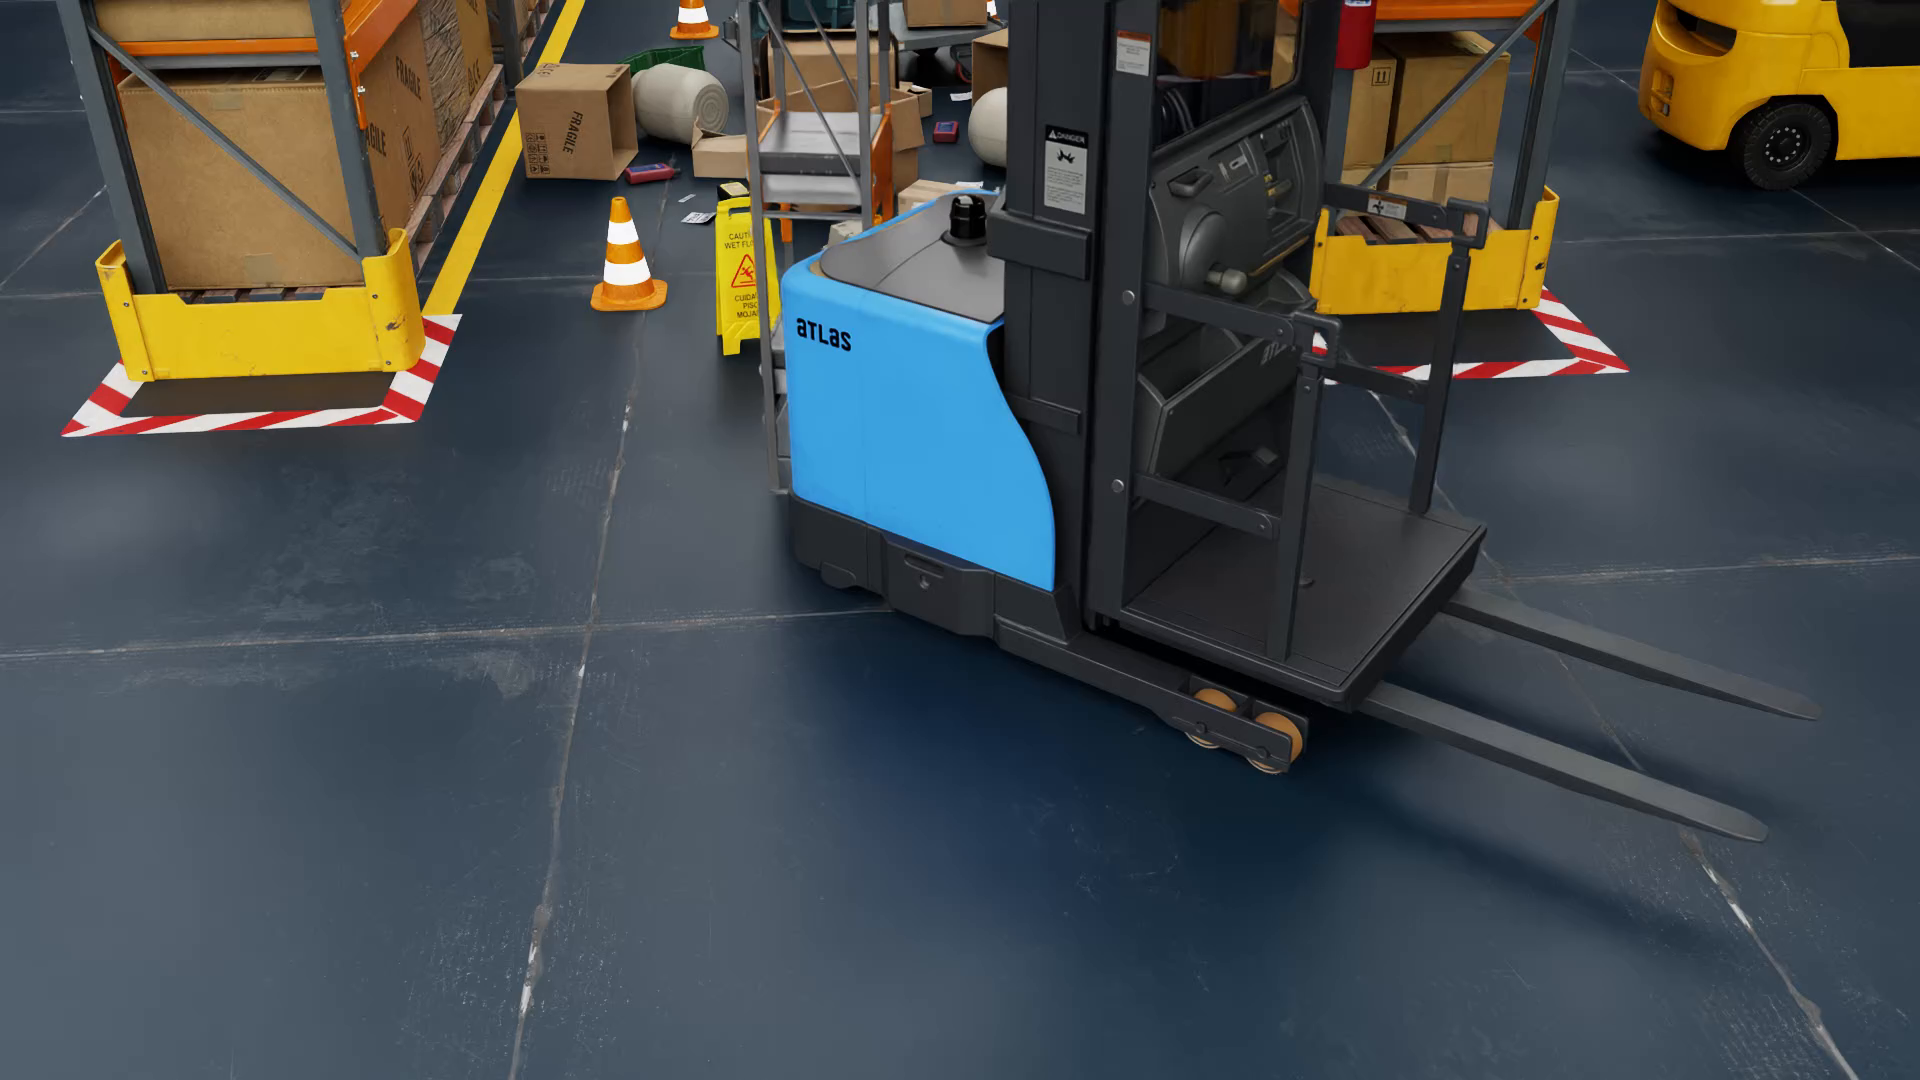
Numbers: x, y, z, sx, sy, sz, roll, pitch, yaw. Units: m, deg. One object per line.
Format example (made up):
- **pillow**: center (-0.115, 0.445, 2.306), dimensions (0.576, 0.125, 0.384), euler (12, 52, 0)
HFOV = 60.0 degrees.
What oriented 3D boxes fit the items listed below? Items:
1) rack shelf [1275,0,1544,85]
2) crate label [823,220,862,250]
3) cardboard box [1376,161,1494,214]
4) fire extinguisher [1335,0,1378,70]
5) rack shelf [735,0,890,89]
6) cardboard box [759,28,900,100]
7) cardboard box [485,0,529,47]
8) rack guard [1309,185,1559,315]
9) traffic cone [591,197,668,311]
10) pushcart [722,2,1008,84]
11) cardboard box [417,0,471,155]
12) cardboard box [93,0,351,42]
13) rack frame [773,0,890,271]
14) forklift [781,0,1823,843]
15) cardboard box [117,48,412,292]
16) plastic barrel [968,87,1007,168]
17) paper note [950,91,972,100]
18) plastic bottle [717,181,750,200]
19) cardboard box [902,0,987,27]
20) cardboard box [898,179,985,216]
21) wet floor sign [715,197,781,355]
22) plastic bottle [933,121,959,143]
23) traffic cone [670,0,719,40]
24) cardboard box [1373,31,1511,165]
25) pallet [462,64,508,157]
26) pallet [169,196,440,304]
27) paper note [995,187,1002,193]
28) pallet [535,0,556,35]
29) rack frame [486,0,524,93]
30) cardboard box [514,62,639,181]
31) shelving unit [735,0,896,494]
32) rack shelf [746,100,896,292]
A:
- **rack shelf**: center (1.855, -3.066, 8.659), dimensions (1.077, 0.370, 4.000), euler (-3, 31, -5)
- **crate label**: center (-0.492, -1.454, 8.051), dimensions (0.250, 0.136, 0.298), euler (-20, 36, -30)
- **cardboard box**: center (2.241, -1.779, 8.075), dimensions (0.500, 0.250, 0.500), euler (-3, 31, -5)
- **fire extinguisher**: center (1.593, -2.240, 6.650), dimensions (0.296, 0.674, 0.183), euler (-3, 31, -5)
- **rack shelf**: center (-0.464, -1.779, 5.342), dimensions (0.431, 0.518, 0.480), euler (3, 31, 5)
- **cardboard box**: center (-0.739, -2.593, 9.468), dimensions (0.797, 0.637, 0.503), euler (-3, 31, -5)
- **cardboard box**: center (-3.399, -3.634, 10.694), dimensions (1.050, 0.750, 0.750), euler (-3, 31, -5)
- **rack guard**: center (2.034, -1.319, 7.471), dimensions (1.175, 0.500, 0.348), euler (-3, 31, -5)
- **traffic cone**: center (-1.513, -1.315, 7.500), dimensions (0.336, 0.463, 0.334), euler (-3, 31, -5)
- **pushcart**: center (-0.598, -3.135, 10.631), dimensions (1.648, 0.377, 0.936), euler (-14, 33, -22)
- **cardboard box**: center (-3.174, -2.591, 8.825), dimensions (0.875, 0.875, 0.875), euler (-3, 31, -4)
- **cardboard box**: center (-2.957, -2.317, 6.557), dimensions (0.875, 0.550, 0.550), euler (-3, 31, -5)
- **rack frame**: center (-0.442, -1.314, 5.903), dimensions (0.400, 2.100, 0.015), euler (3, 31, 5)
- **forklift**: center (0.934, -0.916, 4.426), dimensions (3.031, 2.935, 1.130), euler (20, 36, 30)
- **cardboard box**: center (-3.007, -1.676, 7.294), dimensions (0.875, 0.875, 0.875), euler (-3, 31, -4)
- **plastic barrel**: center (0.341, -2.230, 9.070), dimensions (0.512, 0.421, 0.421), euler (20, 36, 29)
- **paper note**: center (0.019, -2.769, 10.356), dimensions (0.148, 0.019, 0.142), euler (-3, 31, -5)
- **plastic bottle**: center (-1.195, -1.829, 8.753), dimensions (0.133, 0.061, 0.283), euler (-14, 33, -22)
- **cardboard box**: center (-0.102, -3.547, 10.463), dimensions (0.500, 0.500, 0.500), euler (-3, 31, -5)
- **cardboard box**: center (-0.092, -1.702, 8.454), dimensions (0.380, 0.149, 0.250), euler (13, 33, 21)
- **wet floor sign**: center (-0.903, -1.134, 7.020), dimensions (0.267, 0.644, 0.232), euler (-8, 32, -13)
- **plastic bottle**: center (-0.079, -2.386, 9.684), dimensions (0.133, 0.061, 0.283), euler (2, 31, 4)
- **traffic cone**: center (-1.873, -3.775, 11.619), dimensions (0.336, 0.463, 0.334), euler (-3, 31, -5)
- **cardboard box**: center (2.239, -2.113, 7.902), dimensions (0.500, 0.500, 0.500), euler (-4, 31, -6)
- **pallet**: center (-3.258, -2.518, 9.760), dimensions (1.003, 0.211, 1.213), euler (-3, 31, -5)
- **pallet**: center (-3.030, -1.272, 7.674), dimensions (1.003, 0.211, 1.213), euler (-3, 31, -5)
- **paper note**: center (0.210, -1.858, 8.850), dimensions (0.032, 0.001, 0.123), euler (-3, 31, -5)
- **pallet**: center (-3.515, -3.925, 12.115), dimensions (1.003, 0.211, 1.213), euler (-3, 31, -5)
- **rack frame**: center (-3.251, -4.107, 9.701), dimensions (1.000, 3.000, 0.127), euler (-3, 31, -5)
- **cardboard box**: center (-2.084, -2.292, 9.097), dimensions (0.500, 0.500, 0.500), euler (2, 31, 4)
- **shelving unit**: center (-0.464, -1.190, 5.694), dimensions (0.431, 2.100, 0.503), euler (3, 31, 5)
- **rack shelf**: center (-0.464, -1.178, 5.701), dimensions (0.431, 0.518, 0.480), euler (3, 31, 5)
